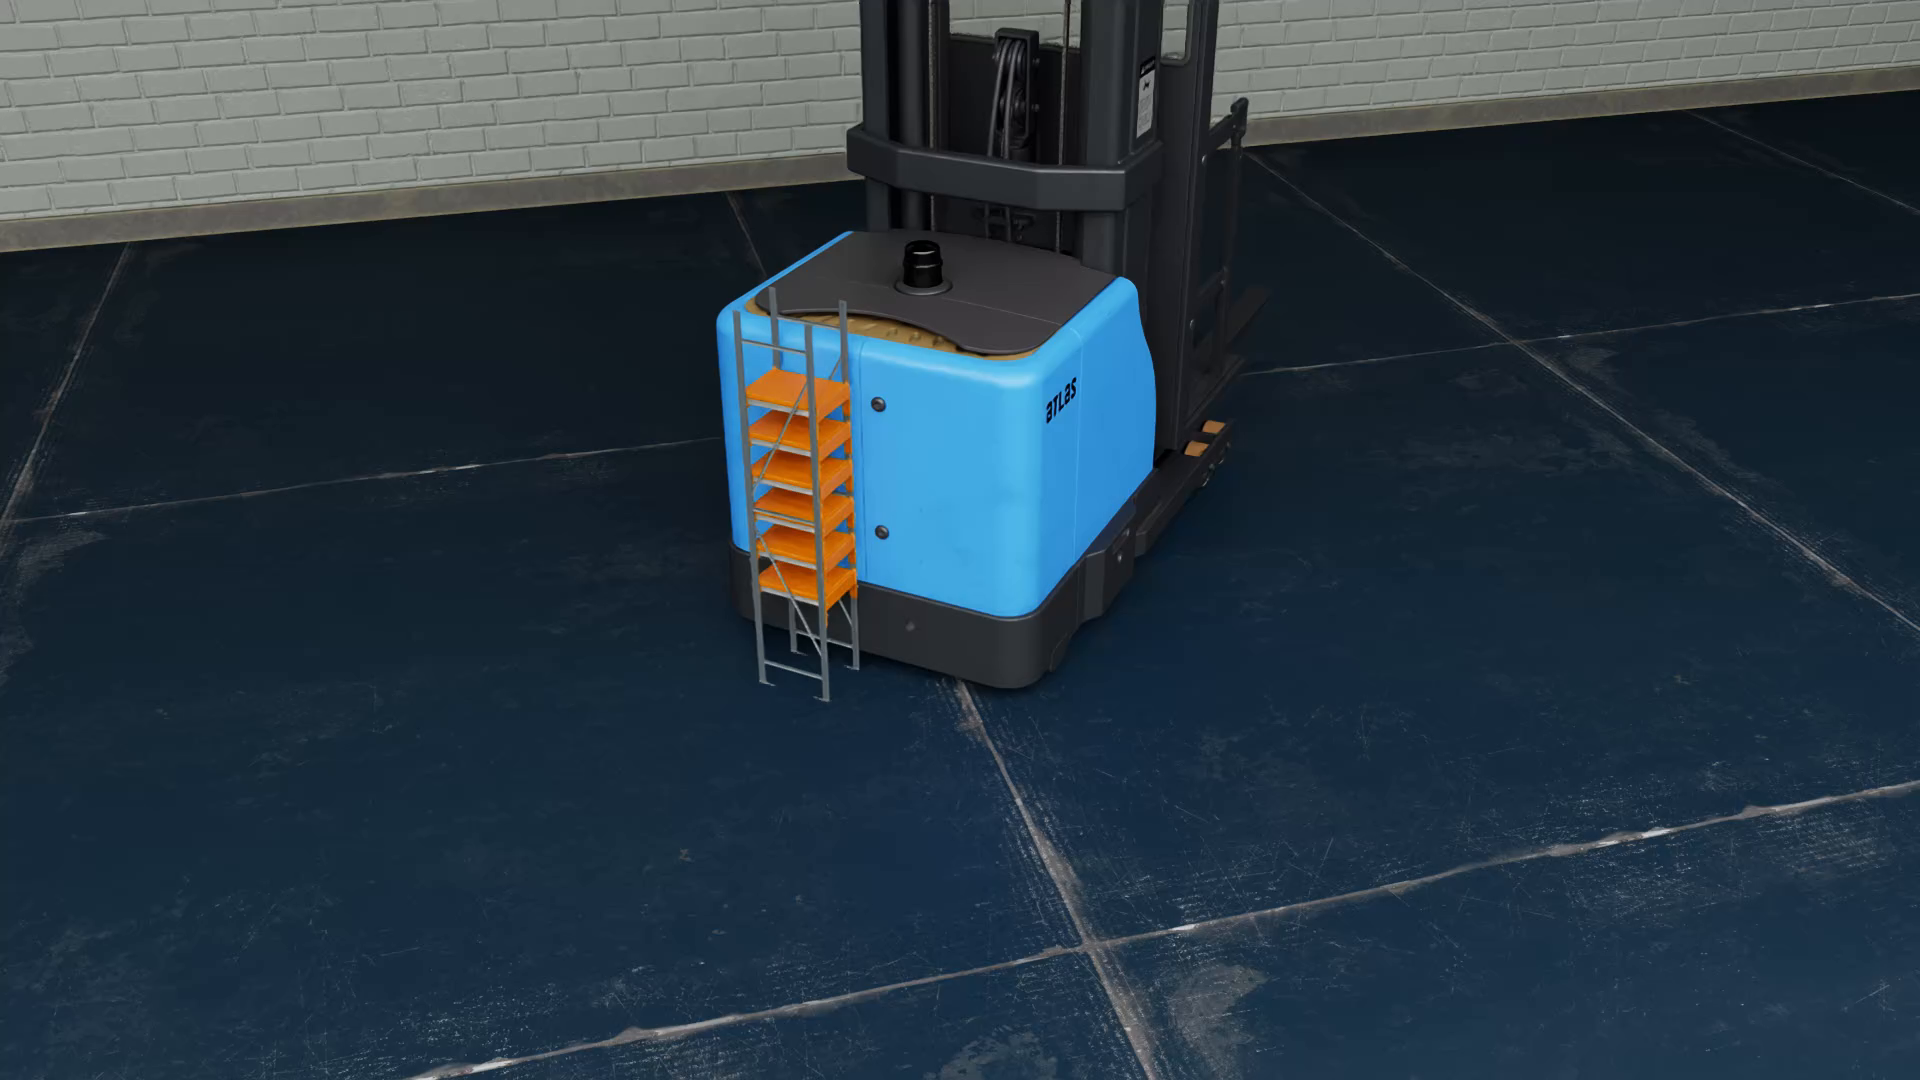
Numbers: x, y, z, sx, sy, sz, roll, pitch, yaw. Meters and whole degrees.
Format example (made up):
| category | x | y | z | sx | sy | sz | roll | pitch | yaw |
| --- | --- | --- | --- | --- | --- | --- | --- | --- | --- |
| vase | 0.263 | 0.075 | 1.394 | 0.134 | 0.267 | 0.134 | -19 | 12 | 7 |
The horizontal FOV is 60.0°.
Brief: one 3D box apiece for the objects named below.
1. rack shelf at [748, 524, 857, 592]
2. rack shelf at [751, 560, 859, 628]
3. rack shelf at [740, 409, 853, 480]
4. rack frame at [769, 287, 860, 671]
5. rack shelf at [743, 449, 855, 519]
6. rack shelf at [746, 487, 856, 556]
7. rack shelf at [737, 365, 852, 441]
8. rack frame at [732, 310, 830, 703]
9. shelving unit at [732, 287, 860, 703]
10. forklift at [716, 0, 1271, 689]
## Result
| category | x | y | z | sx | sy | sz | roll | pitch | yaw |
| --- | --- | --- | --- | --- | --- | --- | --- | --- | --- |
| rack shelf | -0.454 | 0.037 | 4.816 | 0.258 | 0.103 | 0.180 | 14 | 33 | 22 |
| rack shelf | -0.454 | 0.141 | 4.876 | 0.258 | 0.103 | 0.180 | 14 | 33 | 22 |
| rack shelf | -0.454 | -0.274 | 4.636 | 0.258 | 0.103 | 0.180 | 14 | 33 | 22 |
| rack frame | -0.414 | -0.146 | 4.805 | 0.240 | 1.200 | 0.006 | 14 | 33 | 22 |
| rack shelf | -0.454 | -0.171 | 4.696 | 0.258 | 0.103 | 0.180 | 14 | 33 | 22 |
| rack shelf | -0.454 | -0.067 | 4.756 | 0.258 | 0.103 | 0.180 | 14 | 33 | 22 |
| rack shelf | -0.454 | -0.378 | 4.576 | 0.258 | 0.103 | 0.180 | 14 | 33 | 22 |
| rack frame | -0.494 | -0.064 | 4.663 | 0.240 | 1.200 | 0.006 | 14 | 33 | 22 |
| shelving unit | -0.454 | -0.105 | 4.734 | 0.258 | 1.200 | 0.189 | 14 | 33 | 22 |
| forklift | 0.379 | -1.550 | 5.502 | 1.130 | 2.935 | 3.031 | 14 | 33 | 22 |
